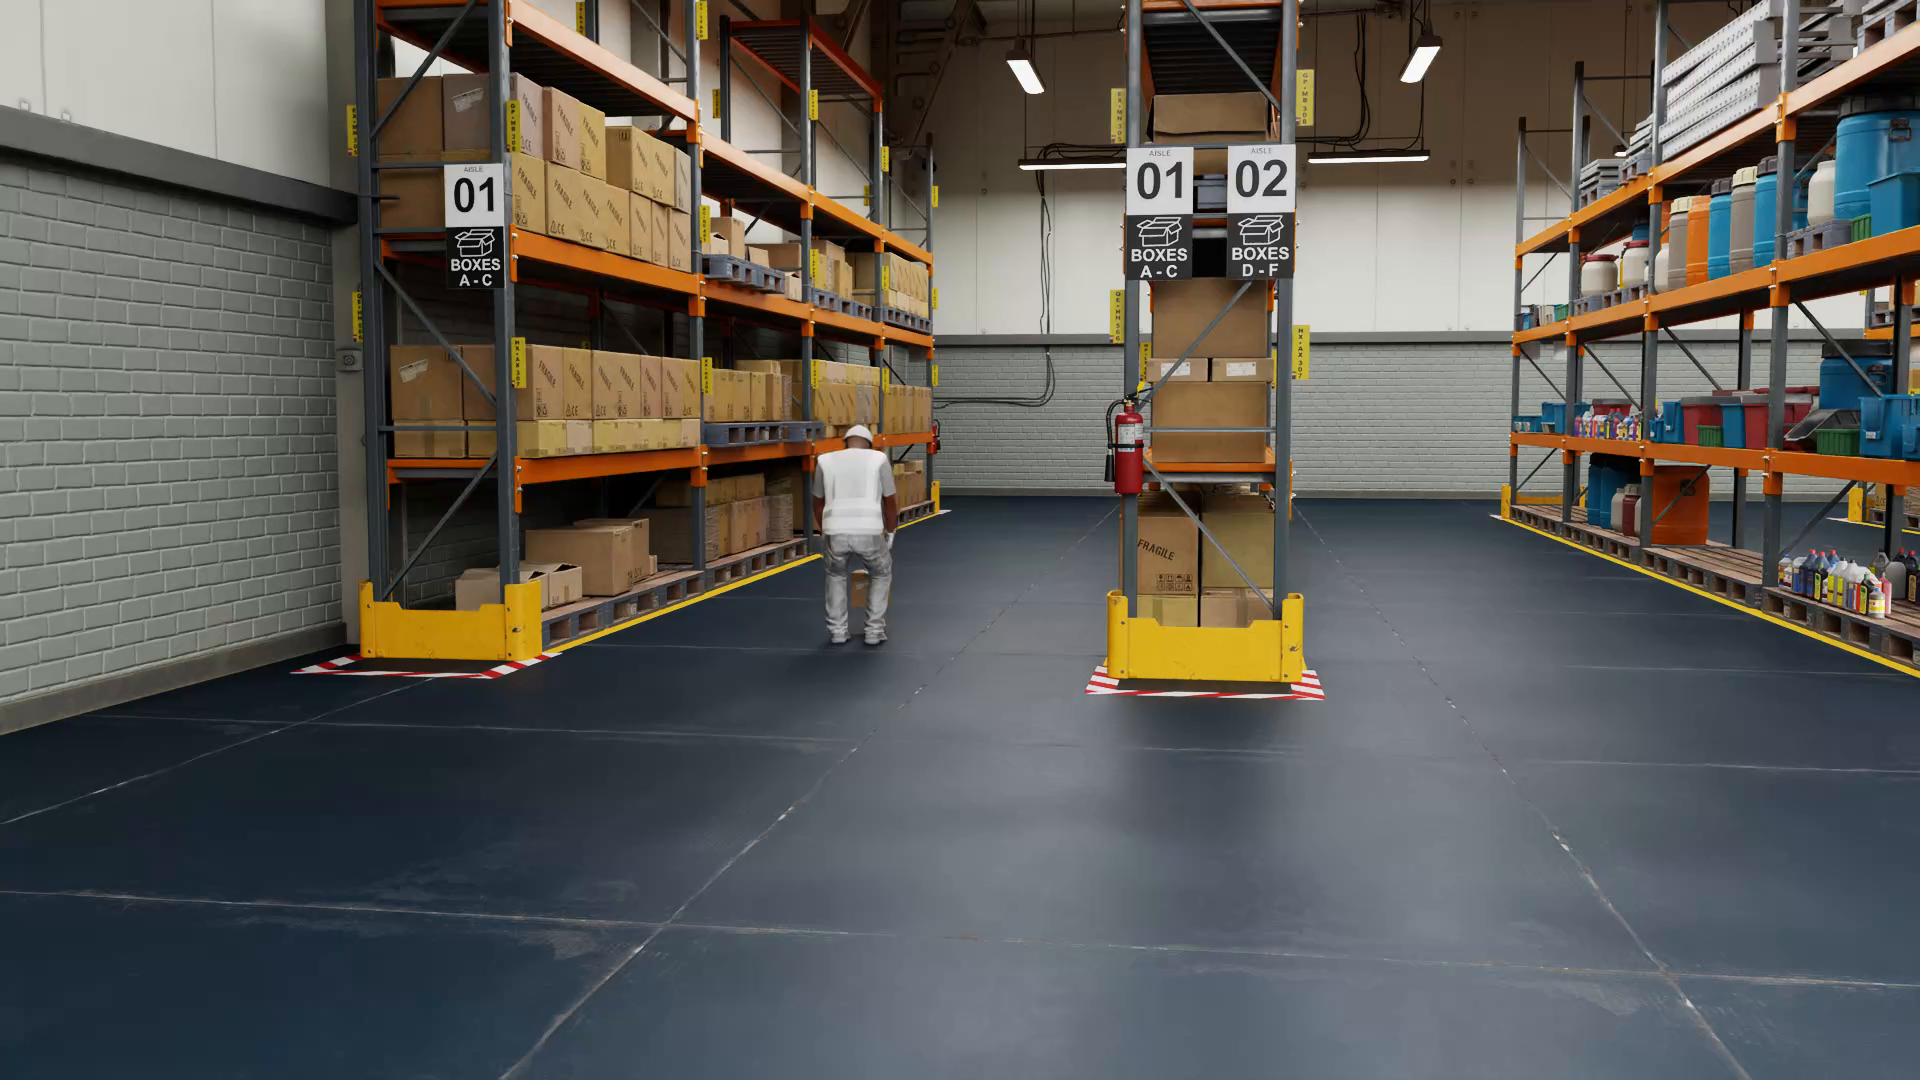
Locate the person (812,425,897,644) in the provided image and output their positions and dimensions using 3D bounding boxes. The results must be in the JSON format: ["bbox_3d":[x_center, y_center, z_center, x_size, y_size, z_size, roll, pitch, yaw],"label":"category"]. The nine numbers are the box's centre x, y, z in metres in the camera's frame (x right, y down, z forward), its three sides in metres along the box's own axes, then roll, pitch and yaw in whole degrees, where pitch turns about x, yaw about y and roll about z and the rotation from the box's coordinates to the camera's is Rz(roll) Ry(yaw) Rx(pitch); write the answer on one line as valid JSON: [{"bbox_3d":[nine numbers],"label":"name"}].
[{"bbox_3d":[-0.760,-0.047,11.740,0.608,1.526,0.696,1,4,9],"label":"person"}]
